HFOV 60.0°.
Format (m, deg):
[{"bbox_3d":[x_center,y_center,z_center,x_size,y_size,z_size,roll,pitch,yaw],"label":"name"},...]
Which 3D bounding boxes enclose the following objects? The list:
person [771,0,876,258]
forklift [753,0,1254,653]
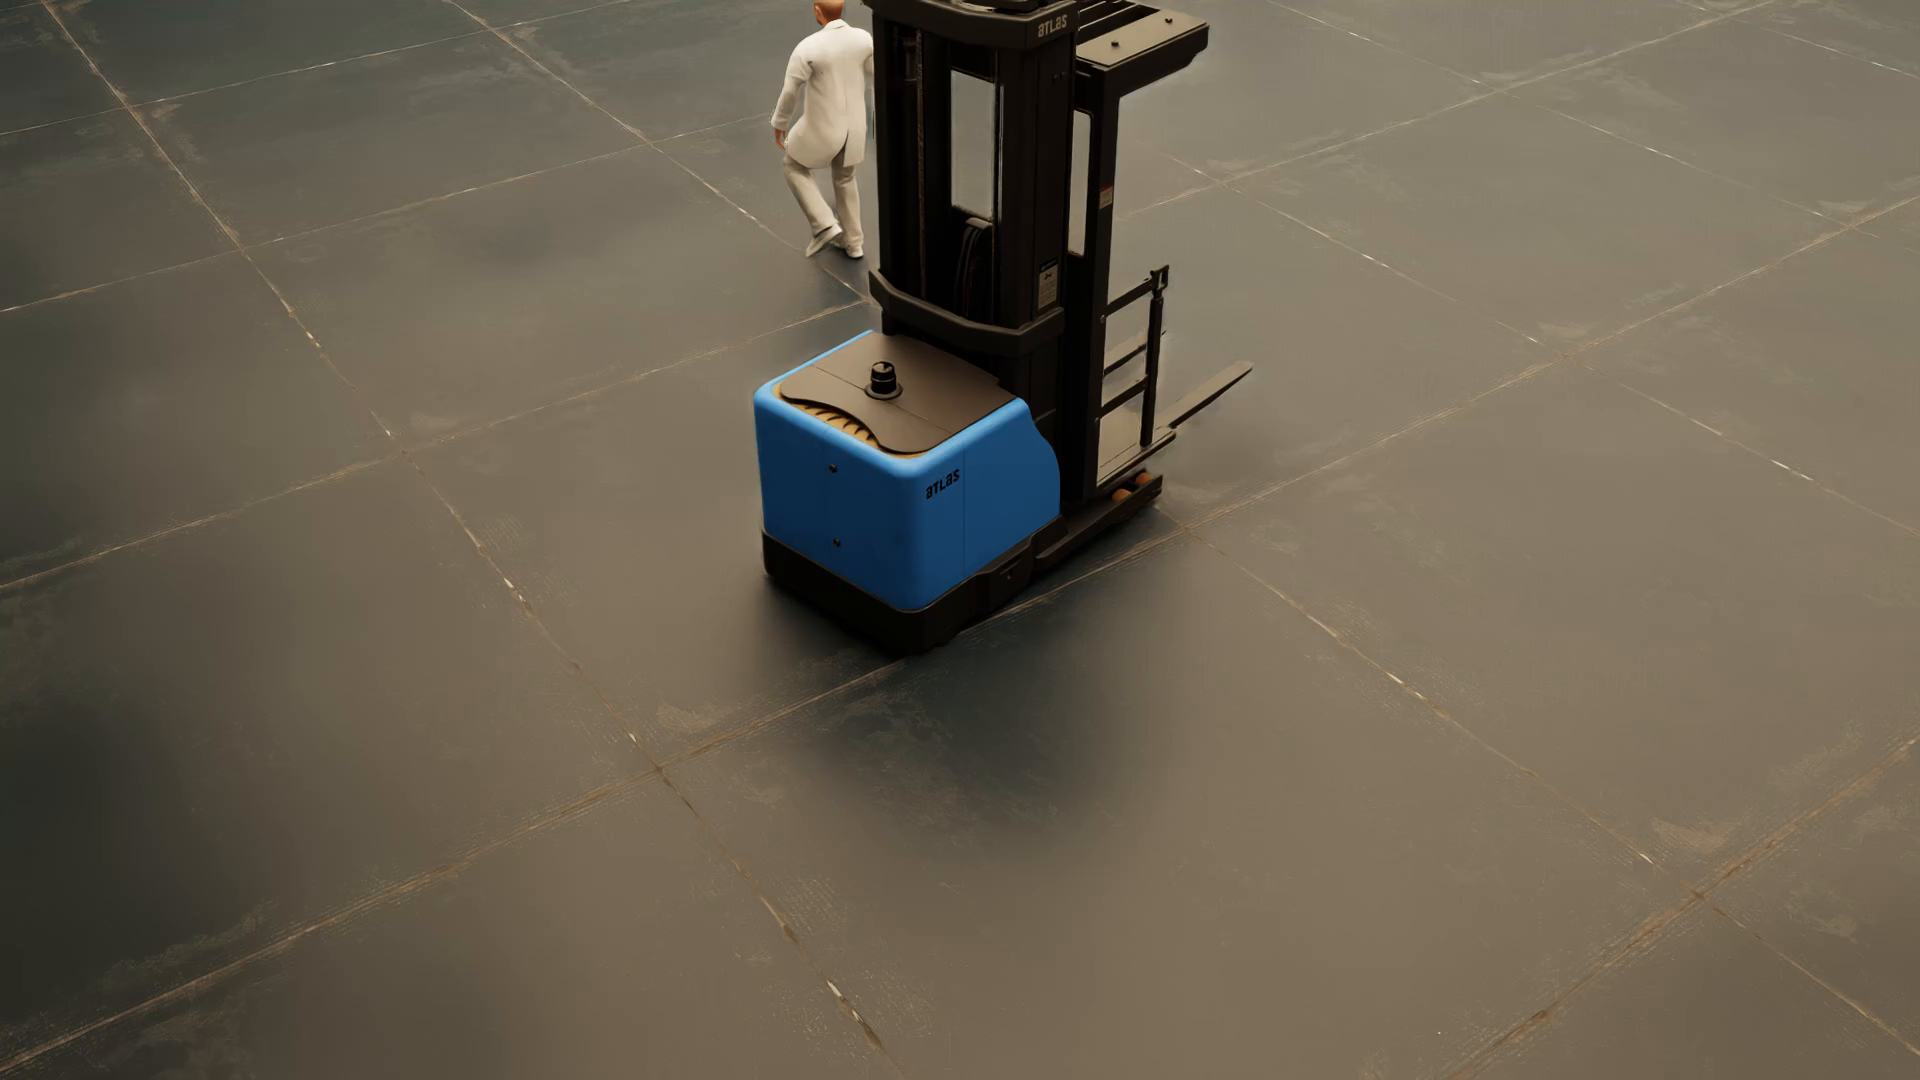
[{"bbox_3d":[-0.816,-2.614,10.469,0.765,1.758,0.502,-22,42,-27],"label":"person"},{"bbox_3d":[0.401,-1.455,7.913,1.130,2.935,3.031,28,45,32],"label":"forklift"}]
